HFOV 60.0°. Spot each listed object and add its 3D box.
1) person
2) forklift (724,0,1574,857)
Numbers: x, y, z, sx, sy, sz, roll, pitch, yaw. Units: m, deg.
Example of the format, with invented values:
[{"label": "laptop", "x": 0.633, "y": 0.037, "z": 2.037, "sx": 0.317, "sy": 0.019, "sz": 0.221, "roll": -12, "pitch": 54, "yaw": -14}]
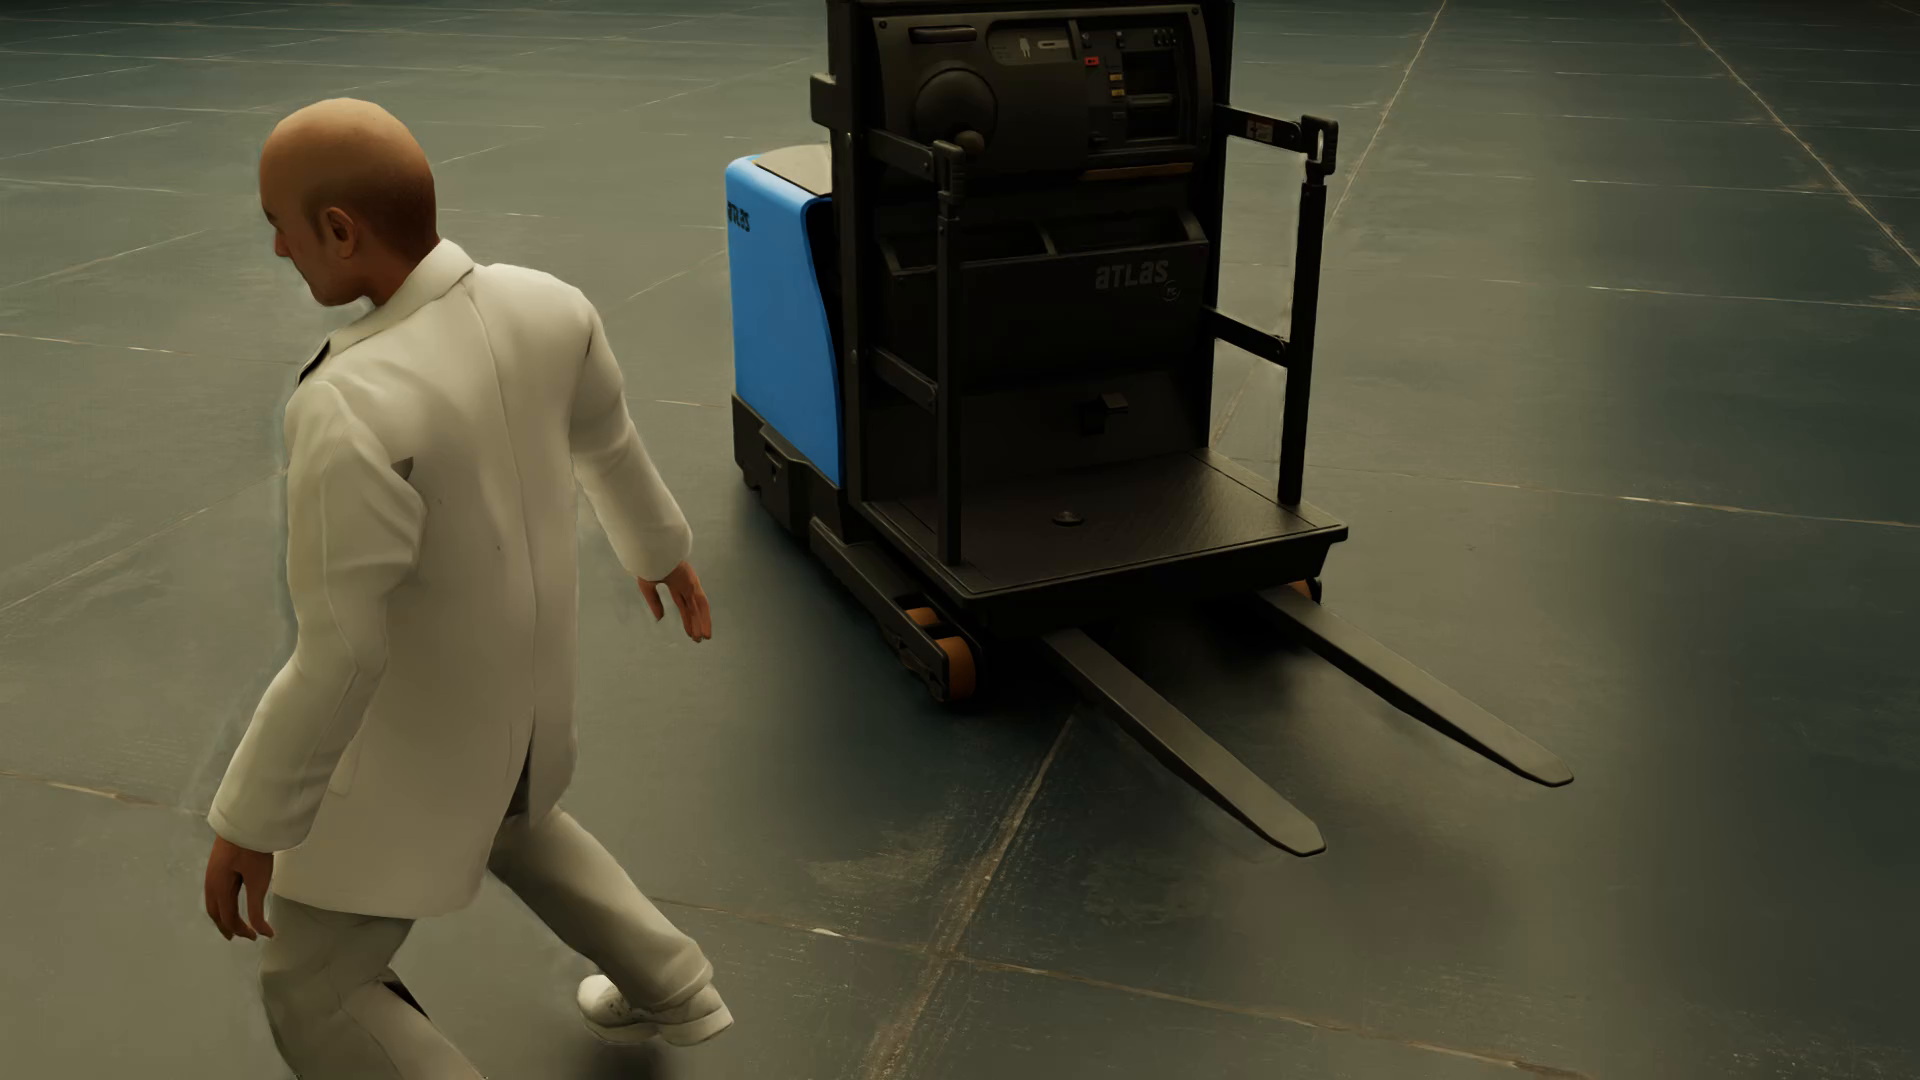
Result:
[{"label": "person", "x": -0.712, "y": 0.203, "z": 2.440, "sx": 0.572, "sy": 1.684, "sz": 0.942, "roll": 9, "pitch": 24, "yaw": 21}, {"label": "forklift", "x": 0.314, "y": -1.137, "z": 4.035, "sx": 1.130, "sy": 2.935, "sz": 3.031, "roll": -10, "pitch": 24, "yaw": -23}]
